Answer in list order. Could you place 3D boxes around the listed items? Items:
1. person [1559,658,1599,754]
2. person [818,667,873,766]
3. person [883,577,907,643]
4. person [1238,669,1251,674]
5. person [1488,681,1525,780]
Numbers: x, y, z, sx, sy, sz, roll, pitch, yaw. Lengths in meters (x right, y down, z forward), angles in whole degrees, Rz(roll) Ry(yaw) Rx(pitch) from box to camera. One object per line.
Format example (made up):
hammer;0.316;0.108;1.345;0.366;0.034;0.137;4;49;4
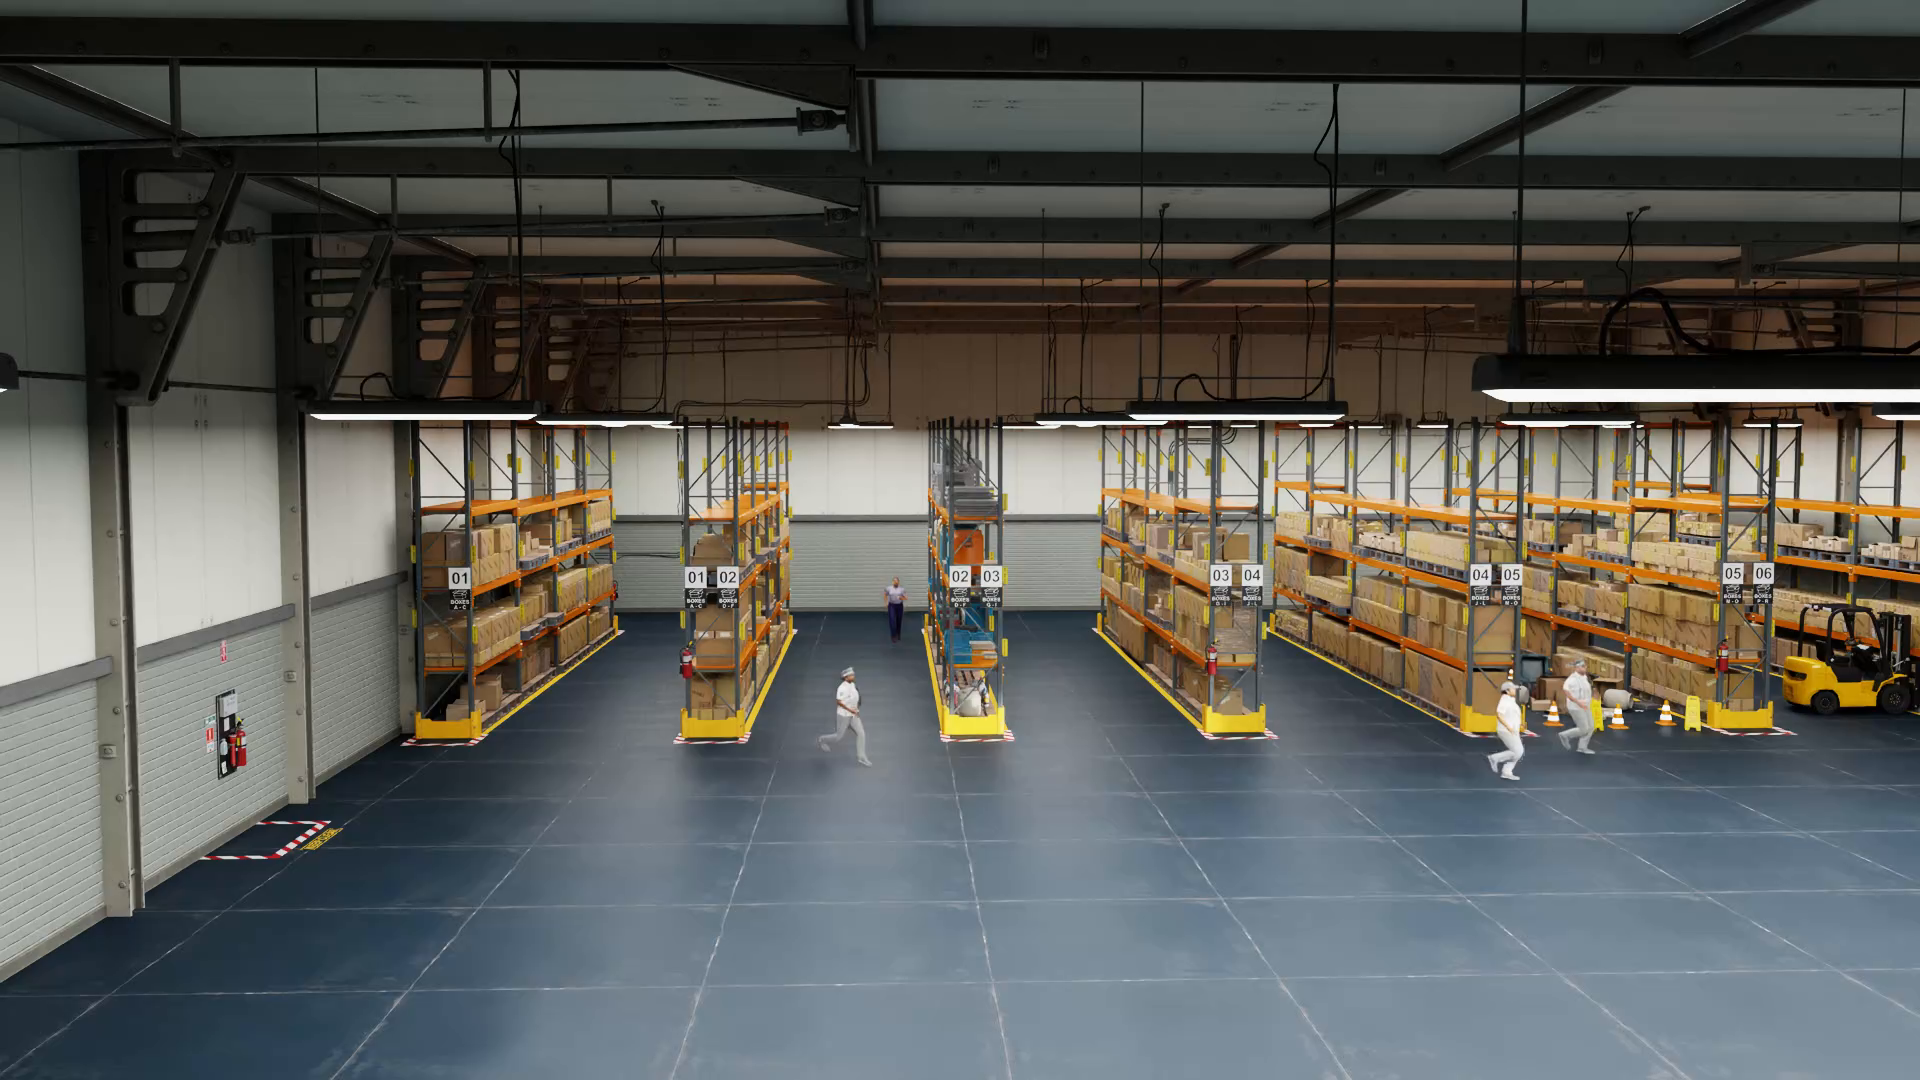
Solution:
person;10.963;2.940;29.518;0.658;1.723;0.691;3;5;42
person;-1.972;3.032;28.700;1.051;1.701;0.548;2;4;33
person;-1.657;1.799;43.003;0.601;1.683;0.851;-1;4;-8
person;6.758;2.365;39.380;0.563;1.630;0.680;0;4;-5
person;9.000;3.136;27.371;0.551;1.627;0.614;2;4;23
